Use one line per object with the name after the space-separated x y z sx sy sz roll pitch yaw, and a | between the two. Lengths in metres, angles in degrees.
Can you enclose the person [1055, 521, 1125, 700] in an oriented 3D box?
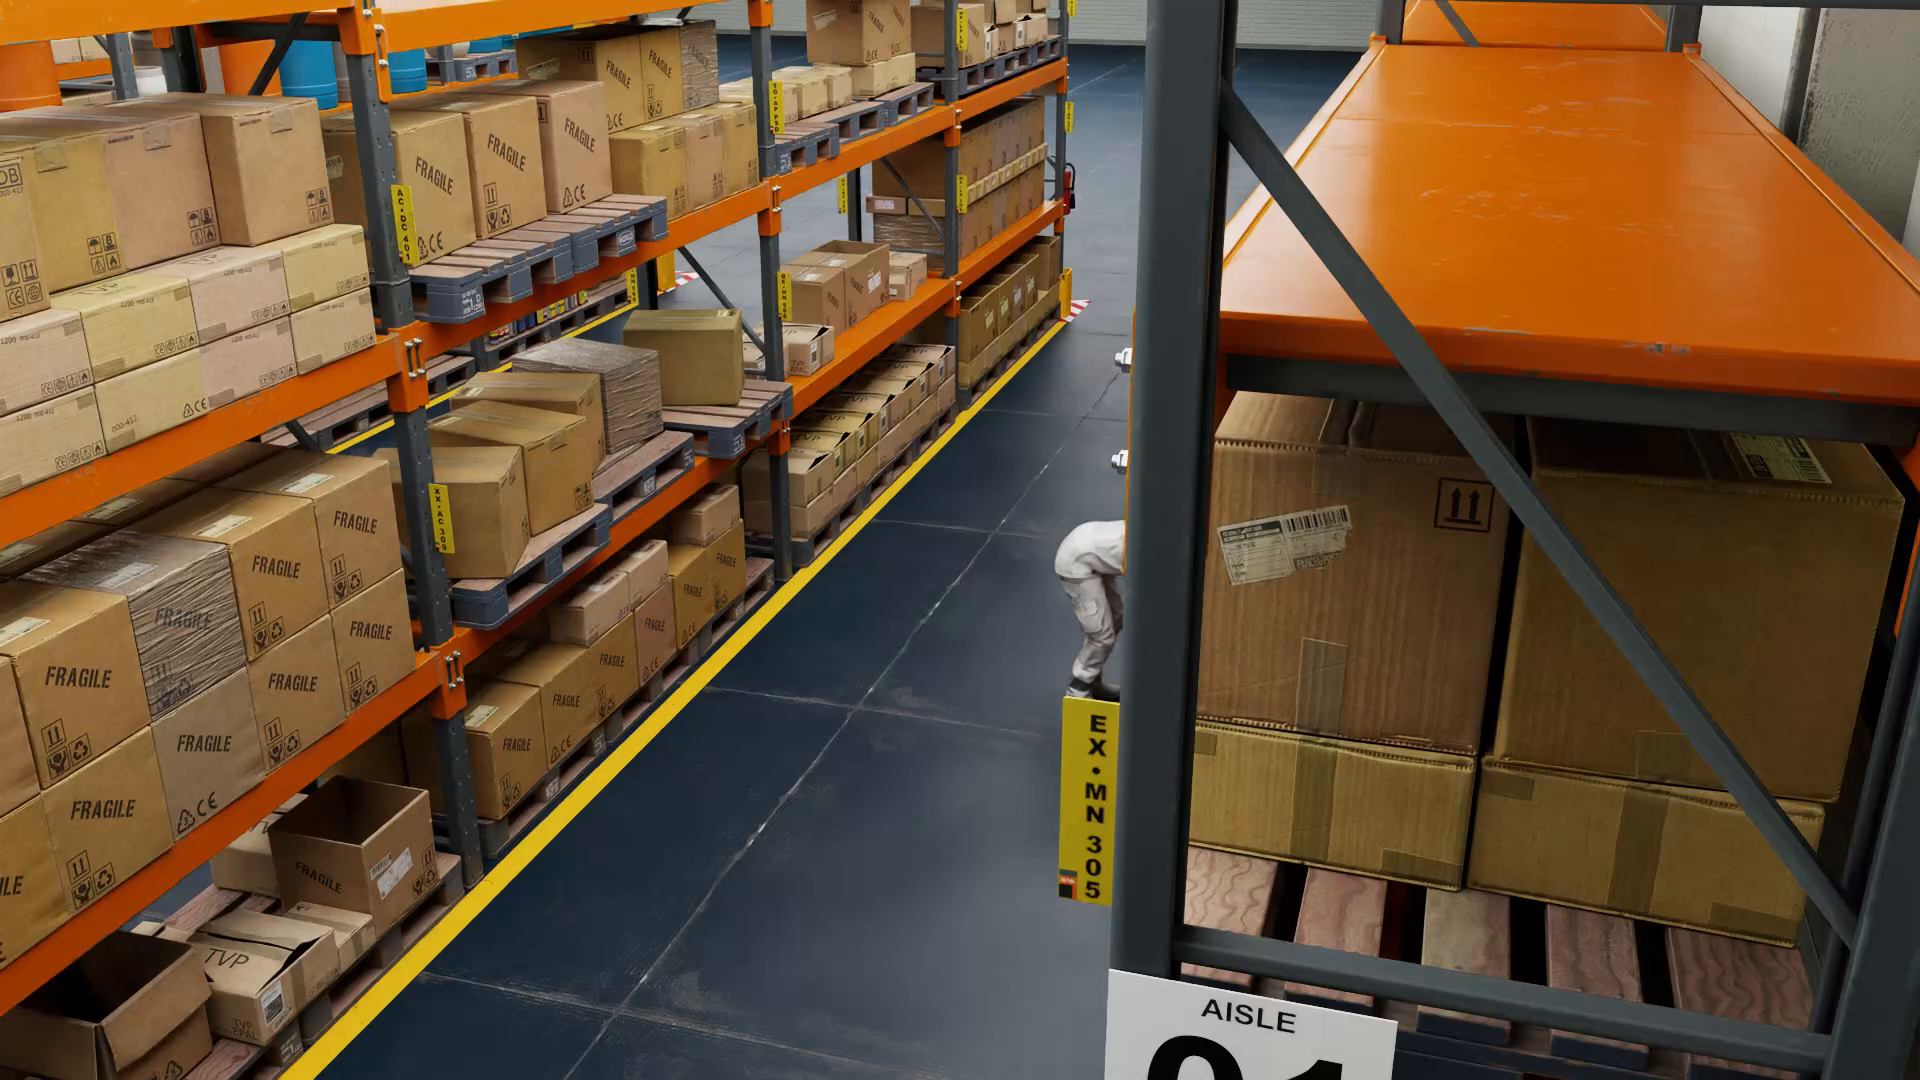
1.016 0.413 9.709 0.935 1.273 0.491 6 22 14 | person
